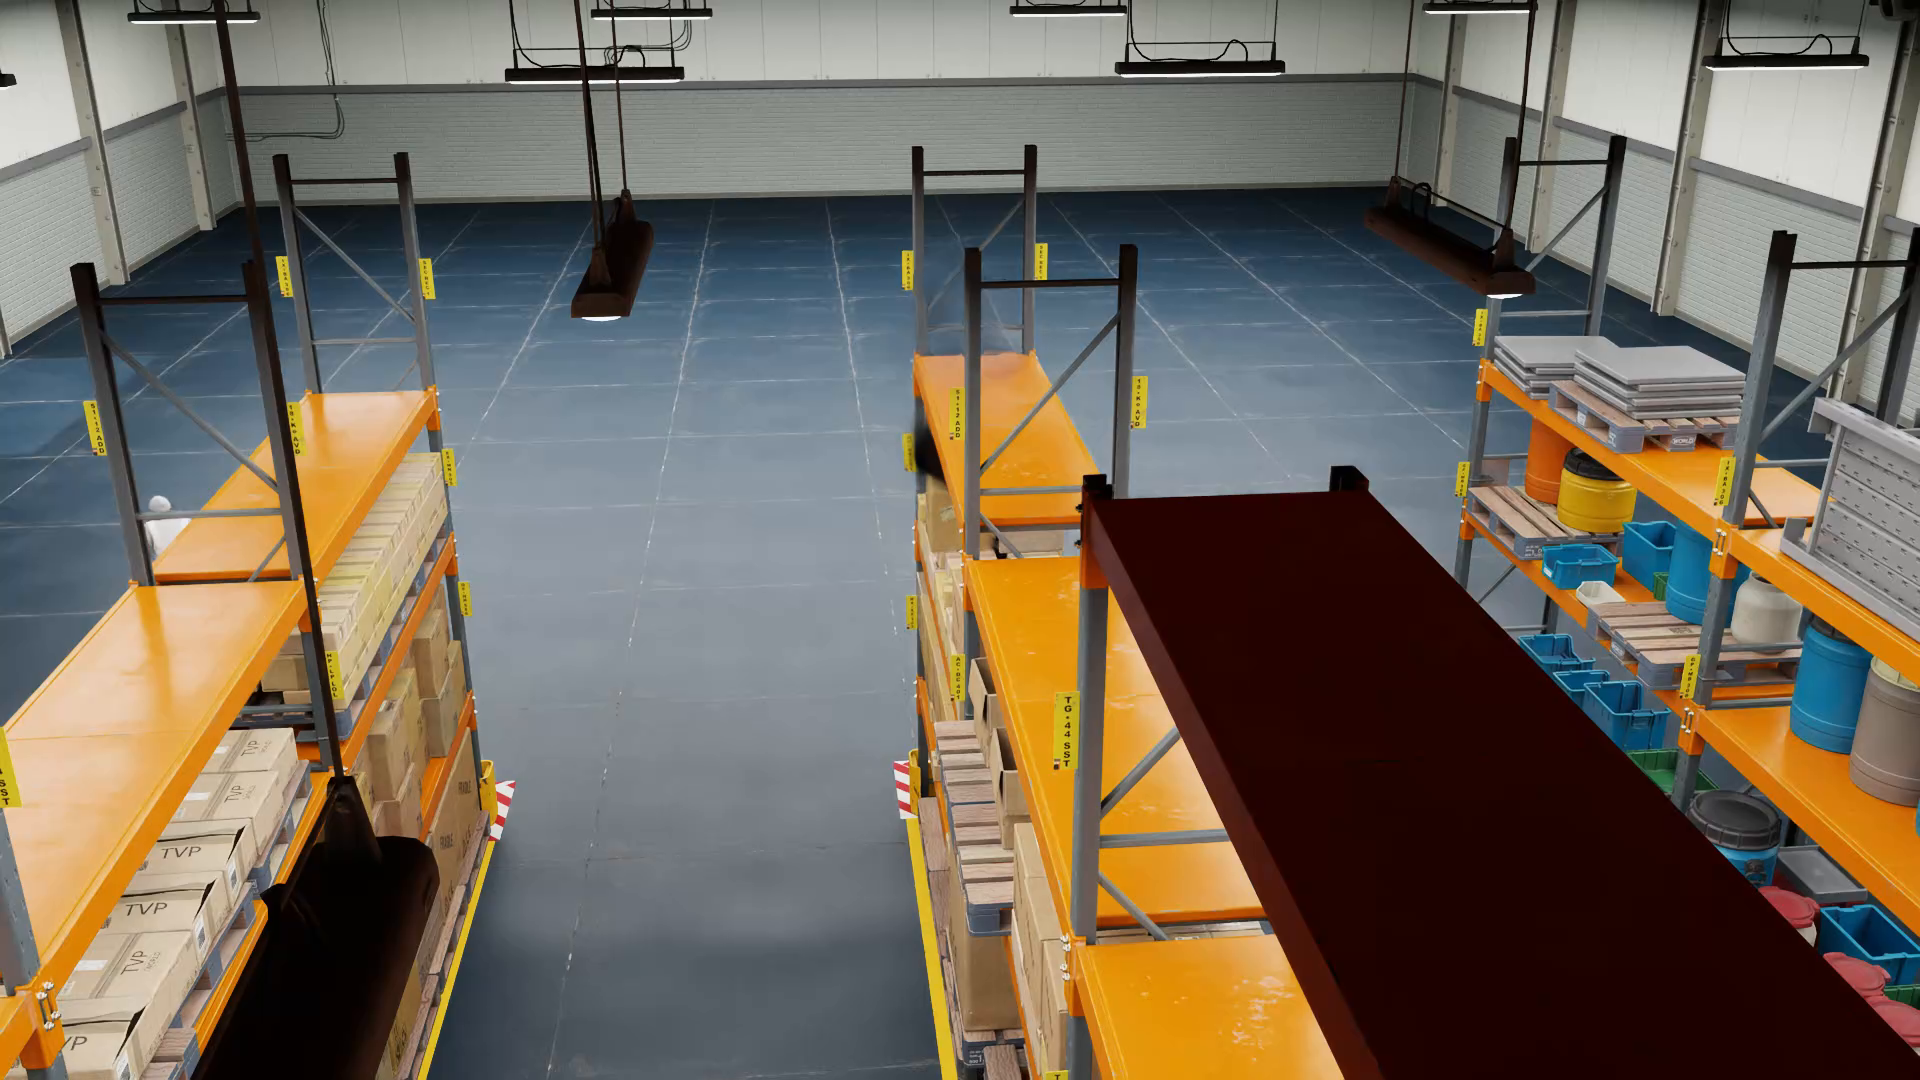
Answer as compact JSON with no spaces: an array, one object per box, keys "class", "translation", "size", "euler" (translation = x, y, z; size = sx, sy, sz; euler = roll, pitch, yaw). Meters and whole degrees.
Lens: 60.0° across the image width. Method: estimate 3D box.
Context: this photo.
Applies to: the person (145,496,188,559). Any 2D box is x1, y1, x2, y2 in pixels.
[{"class":"person","translation":[-8.577,0.417,18.329],"size":[1.000,1.727,0.441],"euler":[20,29,41]}]
